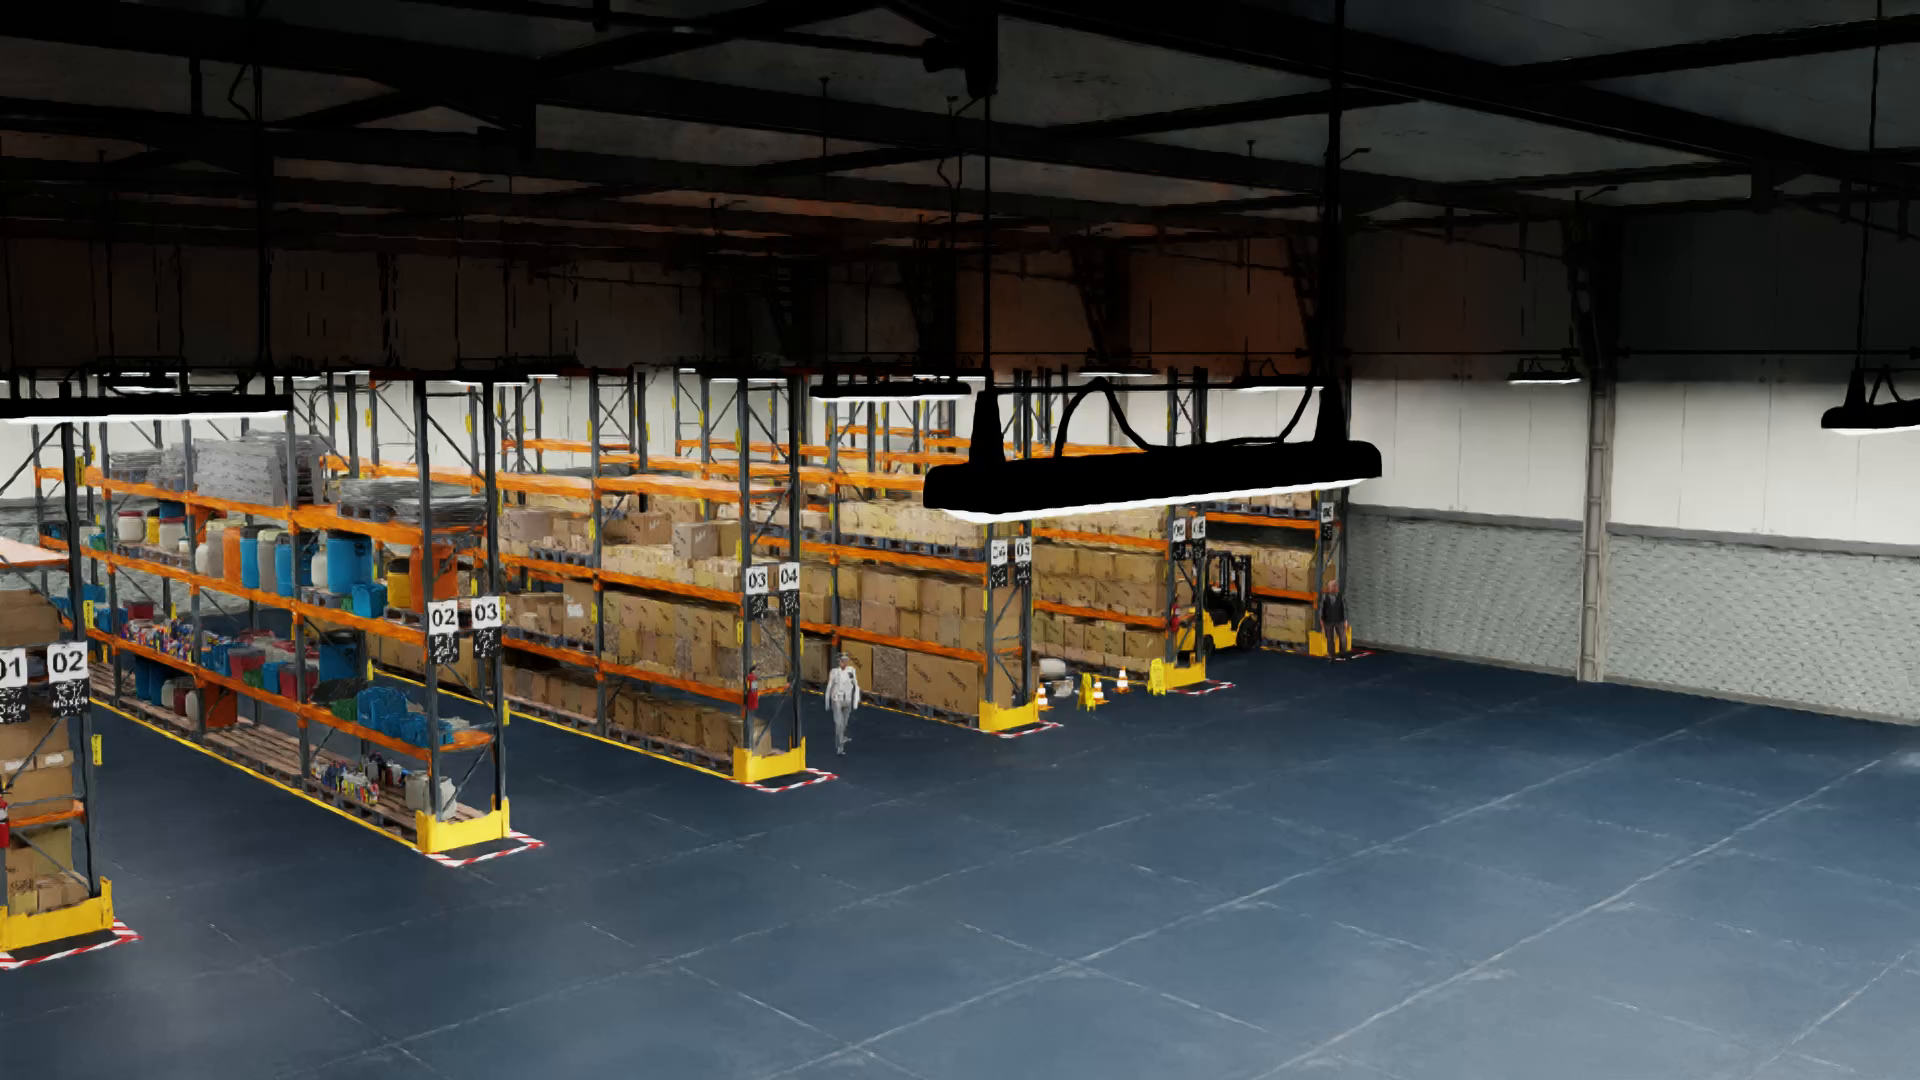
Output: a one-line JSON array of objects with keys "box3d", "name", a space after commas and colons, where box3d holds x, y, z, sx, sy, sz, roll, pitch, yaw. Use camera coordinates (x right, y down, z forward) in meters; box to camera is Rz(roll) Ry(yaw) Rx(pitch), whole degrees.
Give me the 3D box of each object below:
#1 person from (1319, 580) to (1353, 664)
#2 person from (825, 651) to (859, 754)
[{"box3d": [7.640, 1.667, 33.741, 0.690, 1.706, 0.447, 2, 7, 17], "name": "person"}, {"box3d": [-1.882, 2.545, 26.501, 0.521, 1.599, 0.938, -3, 7, -23], "name": "person"}]
